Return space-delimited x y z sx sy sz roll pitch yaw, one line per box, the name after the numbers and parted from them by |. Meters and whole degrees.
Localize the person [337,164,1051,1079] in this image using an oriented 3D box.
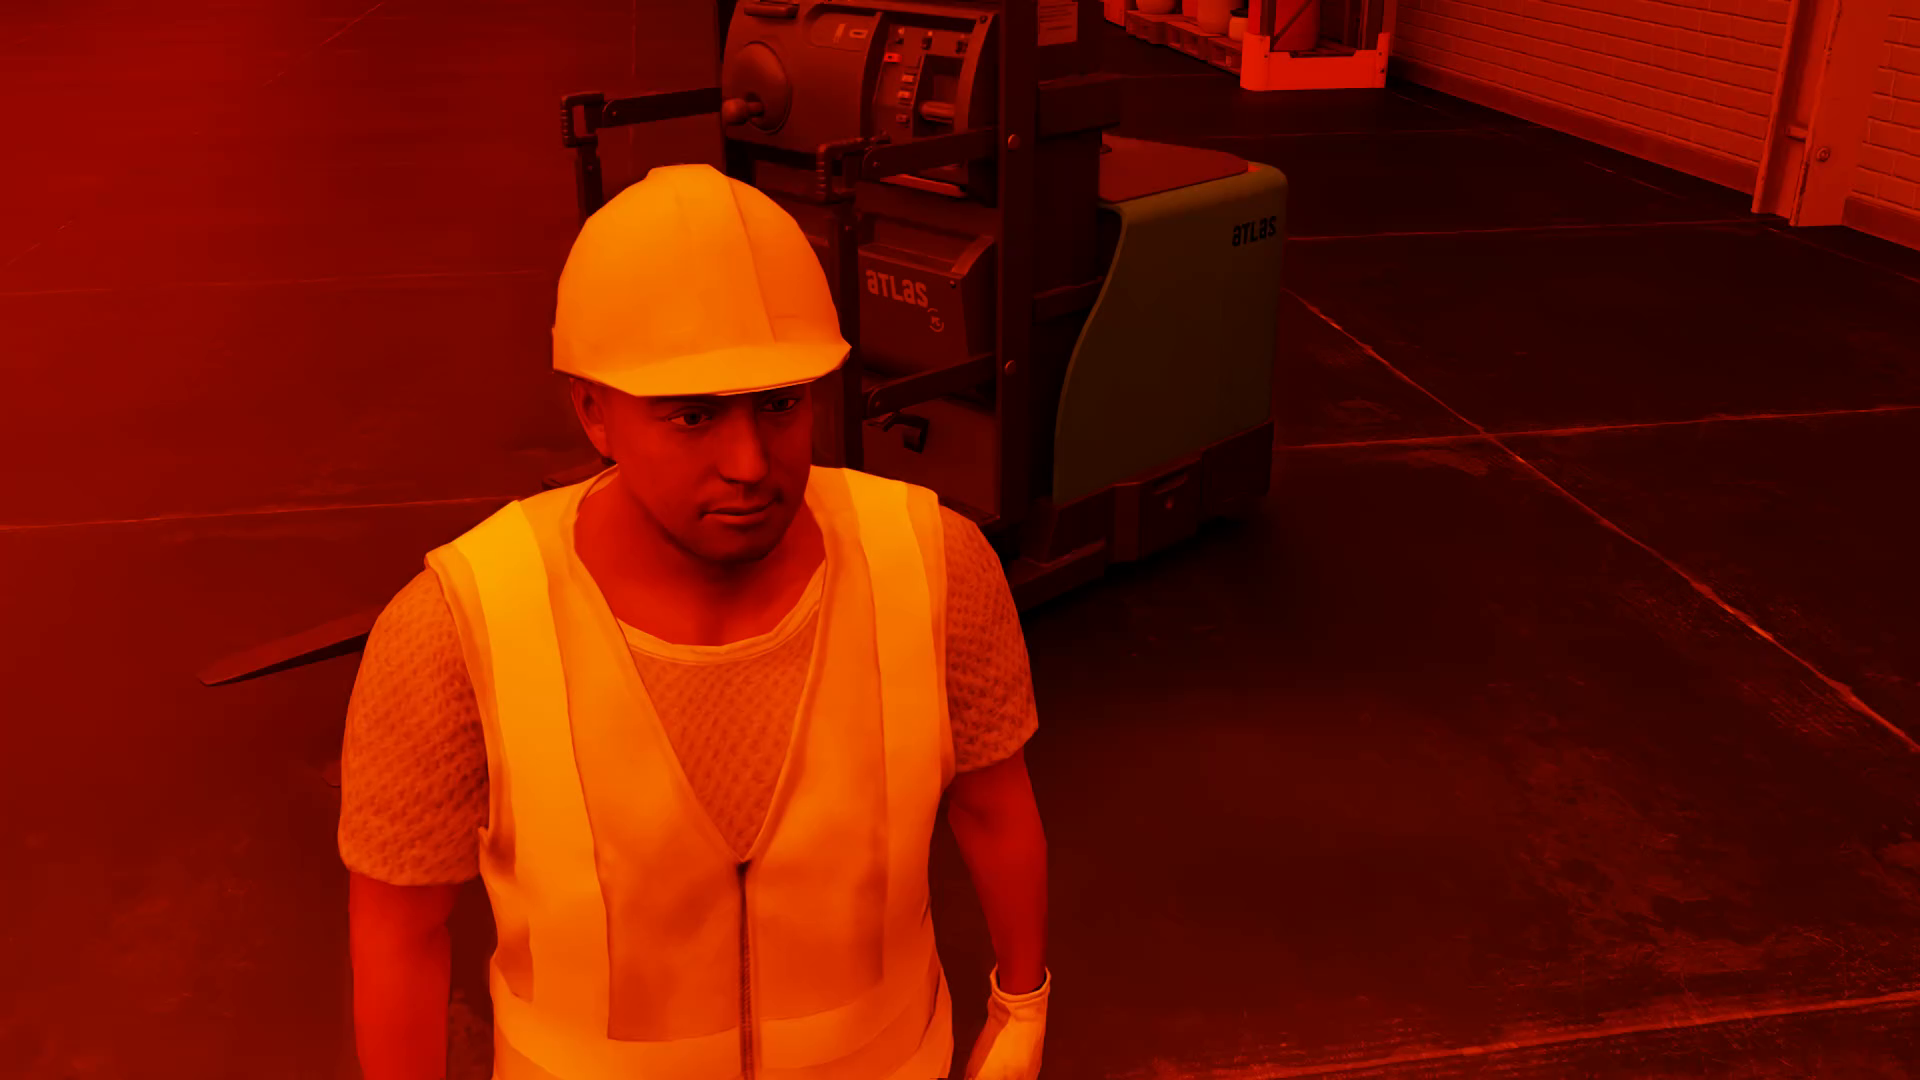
-0.186 0.580 1.533 0.654 1.824 0.527 -7 24 -17 | person

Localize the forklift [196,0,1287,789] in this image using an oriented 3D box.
-0.424 -1.167 4.031 1.130 2.935 3.031 21 31 40 | forklift
